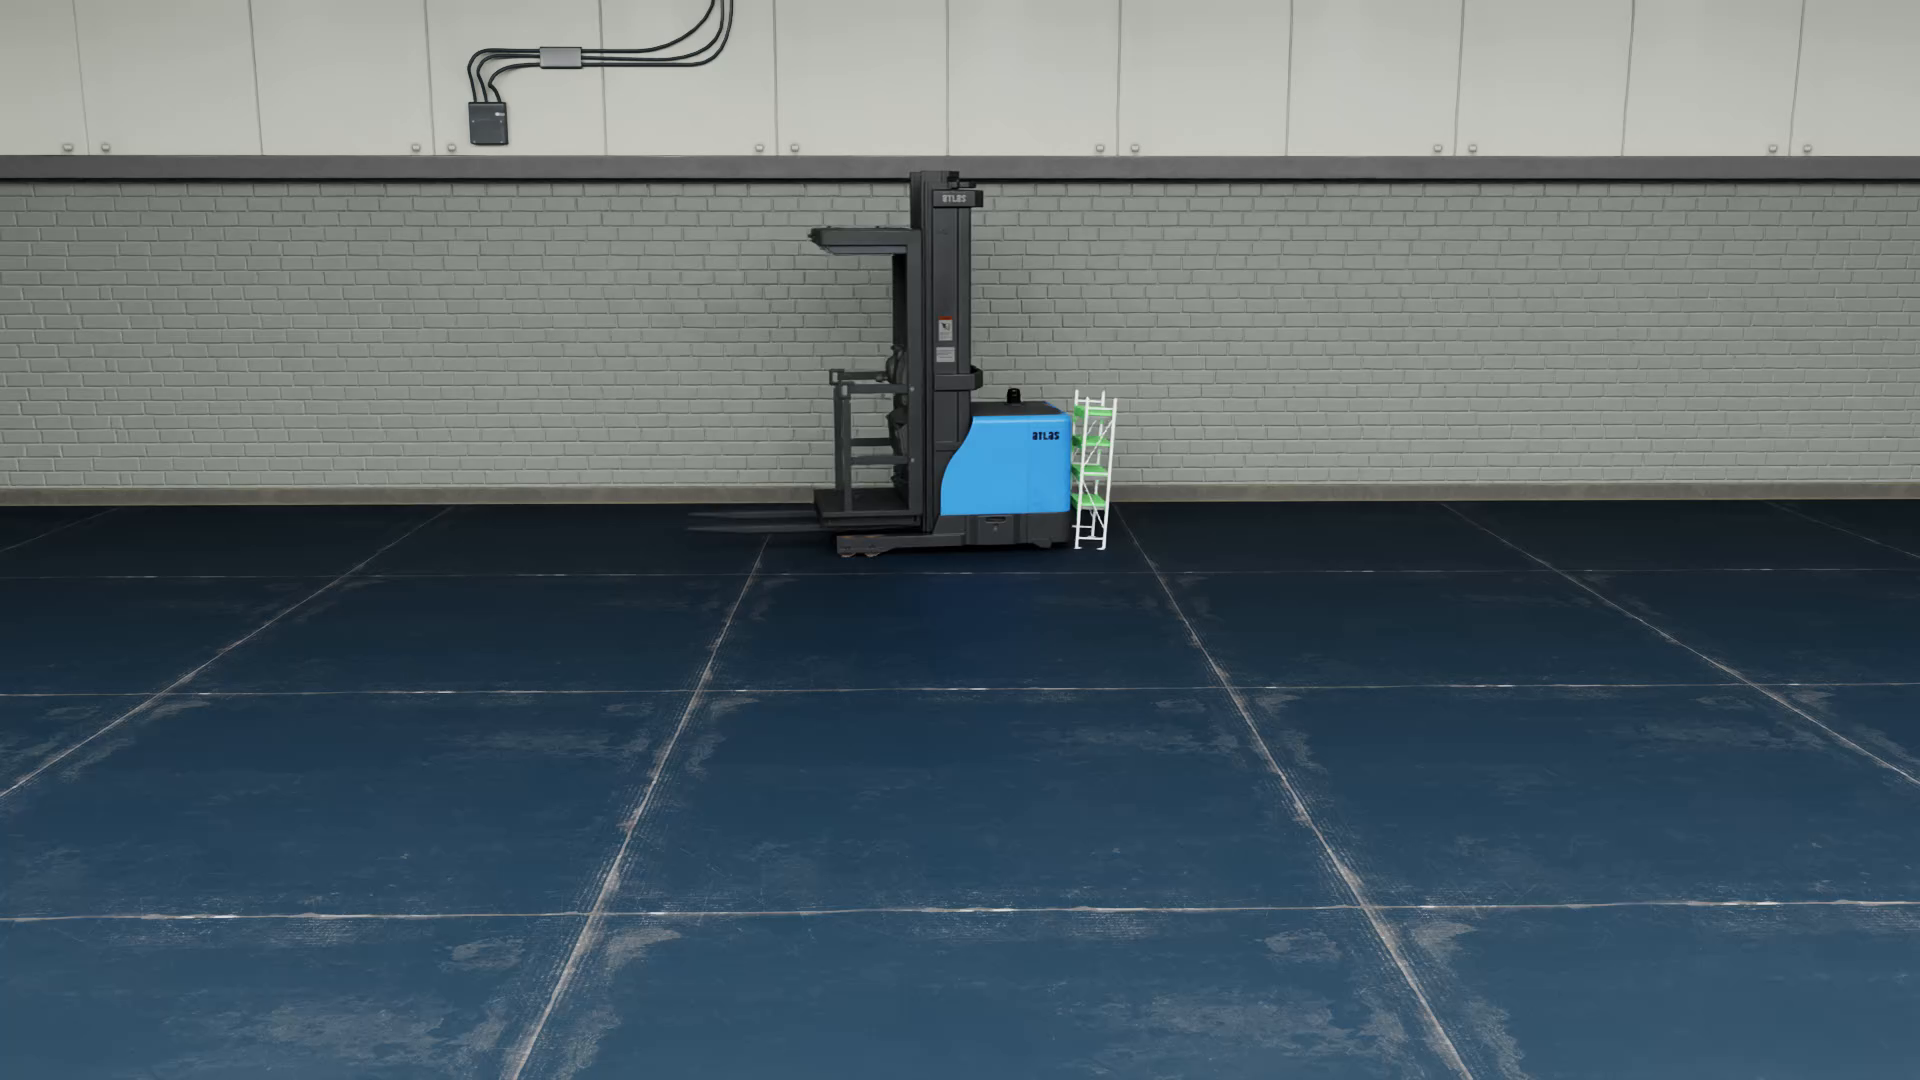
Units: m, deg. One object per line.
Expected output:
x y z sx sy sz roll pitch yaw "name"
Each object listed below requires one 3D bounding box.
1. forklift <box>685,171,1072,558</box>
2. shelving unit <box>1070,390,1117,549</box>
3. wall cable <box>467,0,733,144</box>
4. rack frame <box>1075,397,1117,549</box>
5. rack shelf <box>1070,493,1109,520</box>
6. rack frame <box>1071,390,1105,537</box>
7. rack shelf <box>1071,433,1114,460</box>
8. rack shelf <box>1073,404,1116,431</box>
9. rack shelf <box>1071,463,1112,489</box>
-0.673 -1.412 13.147 3.031 2.935 1.130 -2 12 -8 "forklift"
1.041 -0.568 13.302 0.258 1.200 0.503 2 11 -7 "shelving unit"
-3.105 -6.400 13.918 2.305 6.003 0.169 0 11 -1 "wall cable"
1.067 -0.519 13.064 0.240 1.200 0.015 2 11 -7 "rack frame"
1.023 -0.270 13.360 0.258 0.148 0.480 2 11 -7 "rack shelf"
1.016 -0.616 13.539 0.240 1.200 0.015 2 11 -7 "rack frame"
1.052 -0.740 13.268 0.258 0.148 0.480 2 11 -7 "rack shelf"
1.067 -0.975 13.221 0.258 0.148 0.480 2 11 -7 "rack shelf"
1.037 -0.505 13.314 0.258 0.148 0.480 2 11 -7 "rack shelf"
